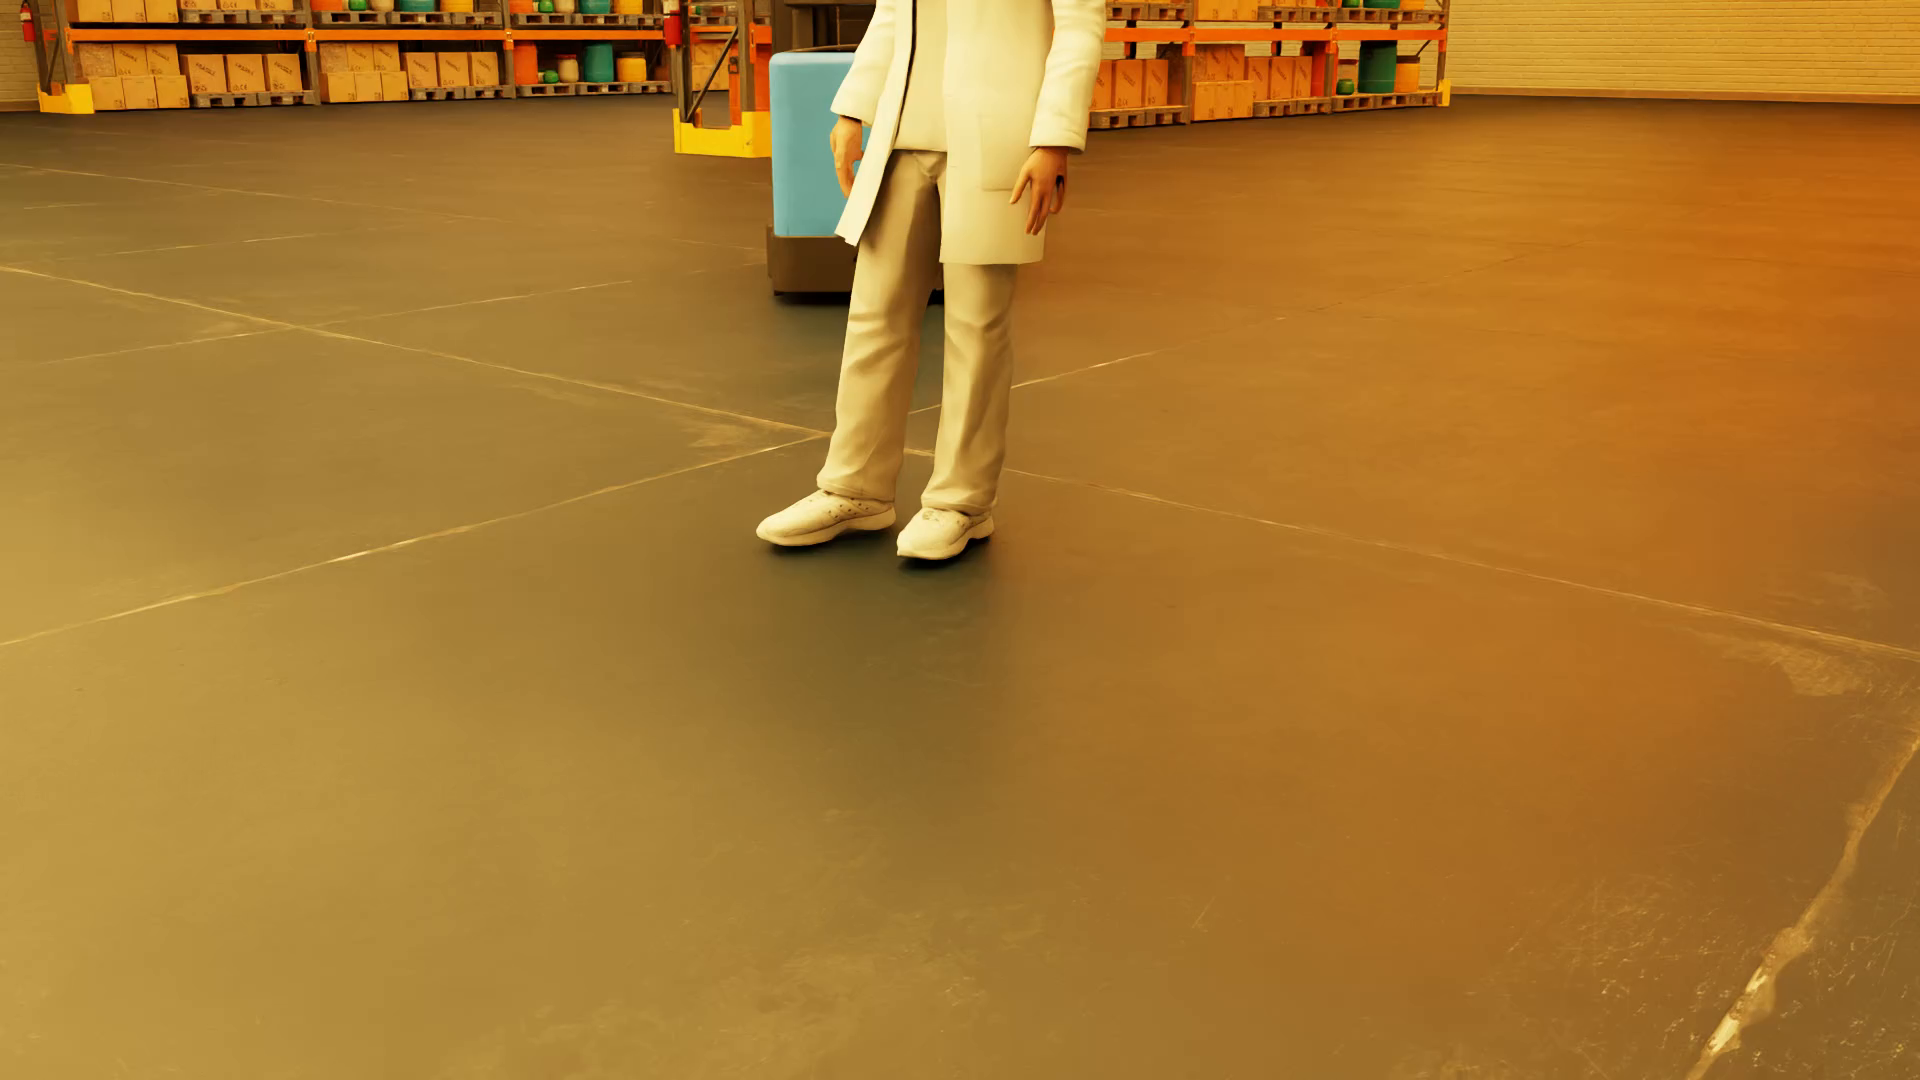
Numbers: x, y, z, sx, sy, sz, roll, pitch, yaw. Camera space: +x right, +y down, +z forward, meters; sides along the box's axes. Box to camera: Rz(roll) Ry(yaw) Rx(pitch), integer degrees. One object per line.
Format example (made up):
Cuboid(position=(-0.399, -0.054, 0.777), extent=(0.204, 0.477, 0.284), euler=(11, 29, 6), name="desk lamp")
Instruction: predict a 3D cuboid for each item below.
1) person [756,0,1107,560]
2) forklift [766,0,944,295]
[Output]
Cuboid(position=(-0.061, -0.837, 3.616), extent=(0.696, 1.777, 0.578), euler=(13, 21, 37), name="person")
Cuboid(position=(-0.400, -2.861, 8.319), extent=(1.130, 2.935, 3.031), euler=(-1, 17, -4), name="forklift")
